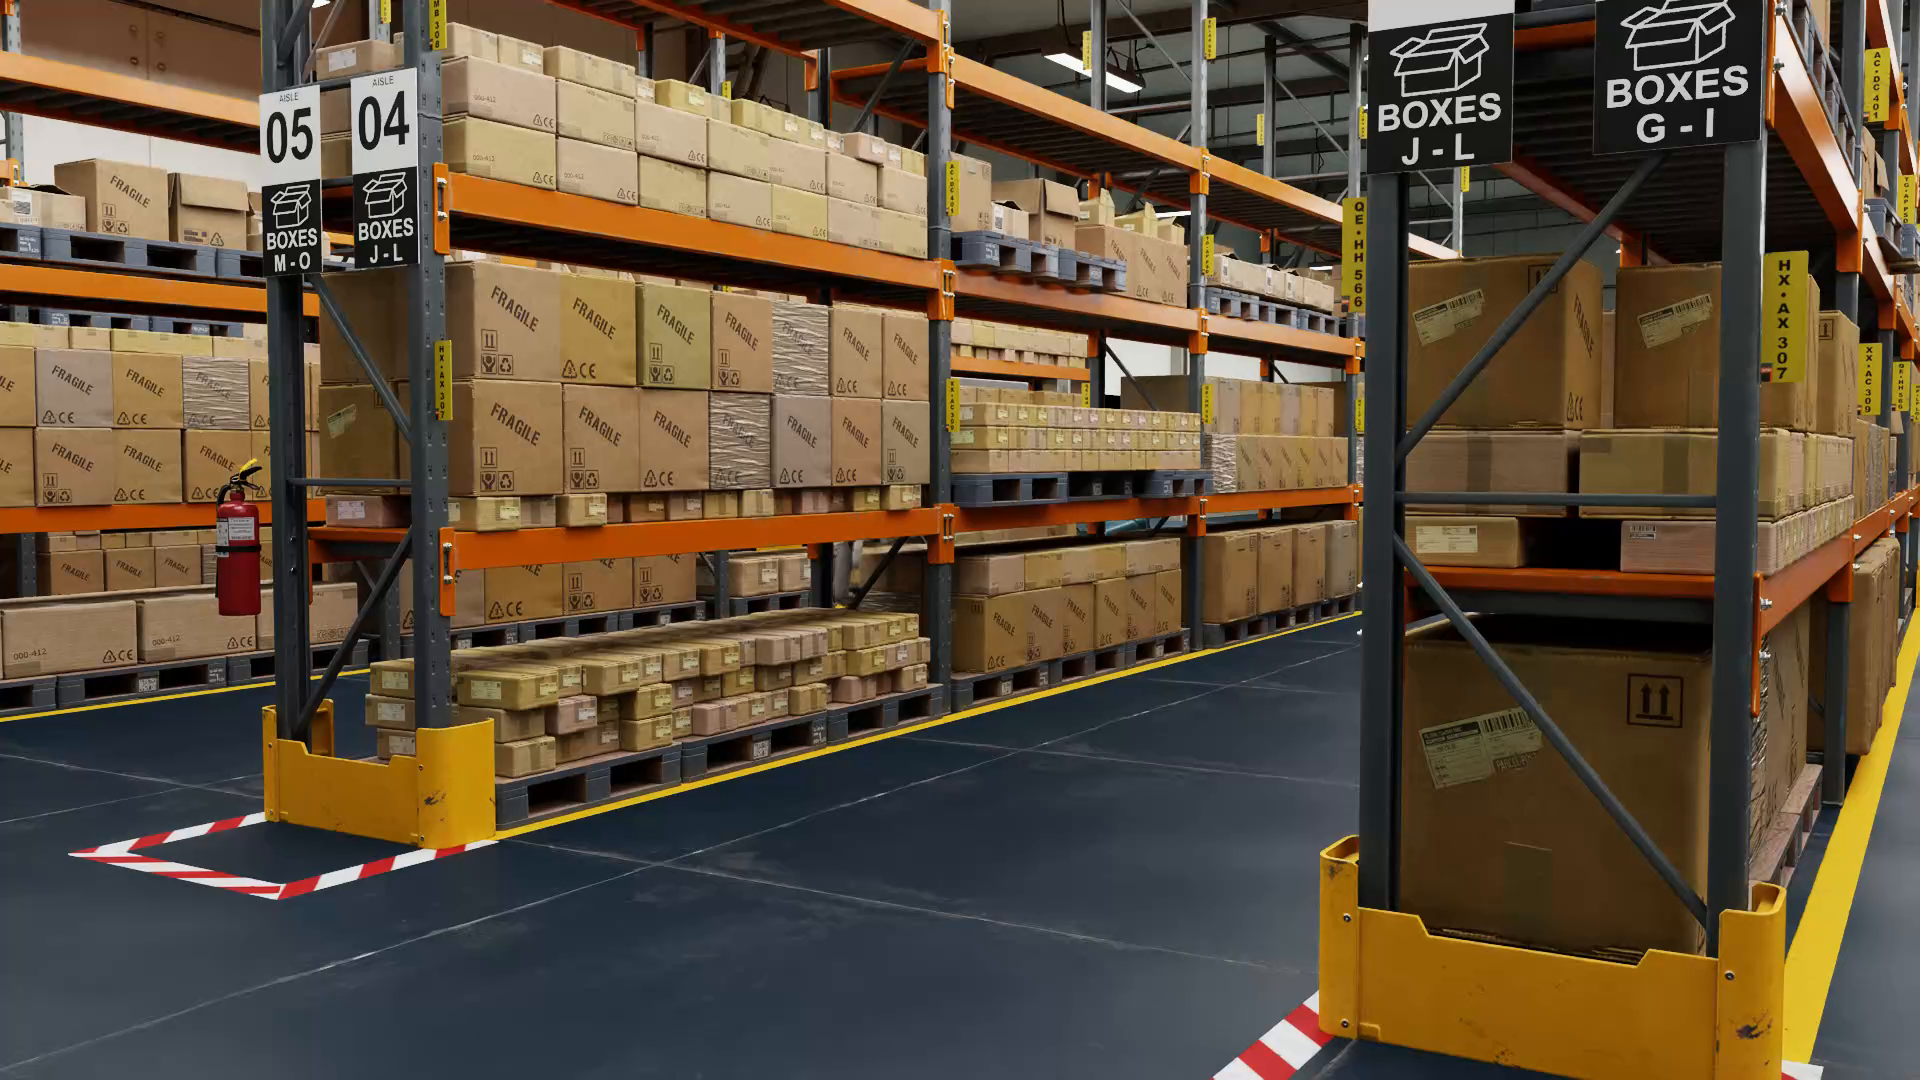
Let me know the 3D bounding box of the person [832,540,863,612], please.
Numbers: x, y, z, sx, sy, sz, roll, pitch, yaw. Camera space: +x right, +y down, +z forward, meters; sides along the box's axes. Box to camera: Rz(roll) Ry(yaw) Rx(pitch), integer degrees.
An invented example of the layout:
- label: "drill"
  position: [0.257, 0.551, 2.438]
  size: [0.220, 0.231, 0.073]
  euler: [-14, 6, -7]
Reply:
- label: "person"
  position: [-0.993, 0.068, 13.587]
  size: [0.484, 1.678, 0.516]
  euler: [2, 3, 30]
